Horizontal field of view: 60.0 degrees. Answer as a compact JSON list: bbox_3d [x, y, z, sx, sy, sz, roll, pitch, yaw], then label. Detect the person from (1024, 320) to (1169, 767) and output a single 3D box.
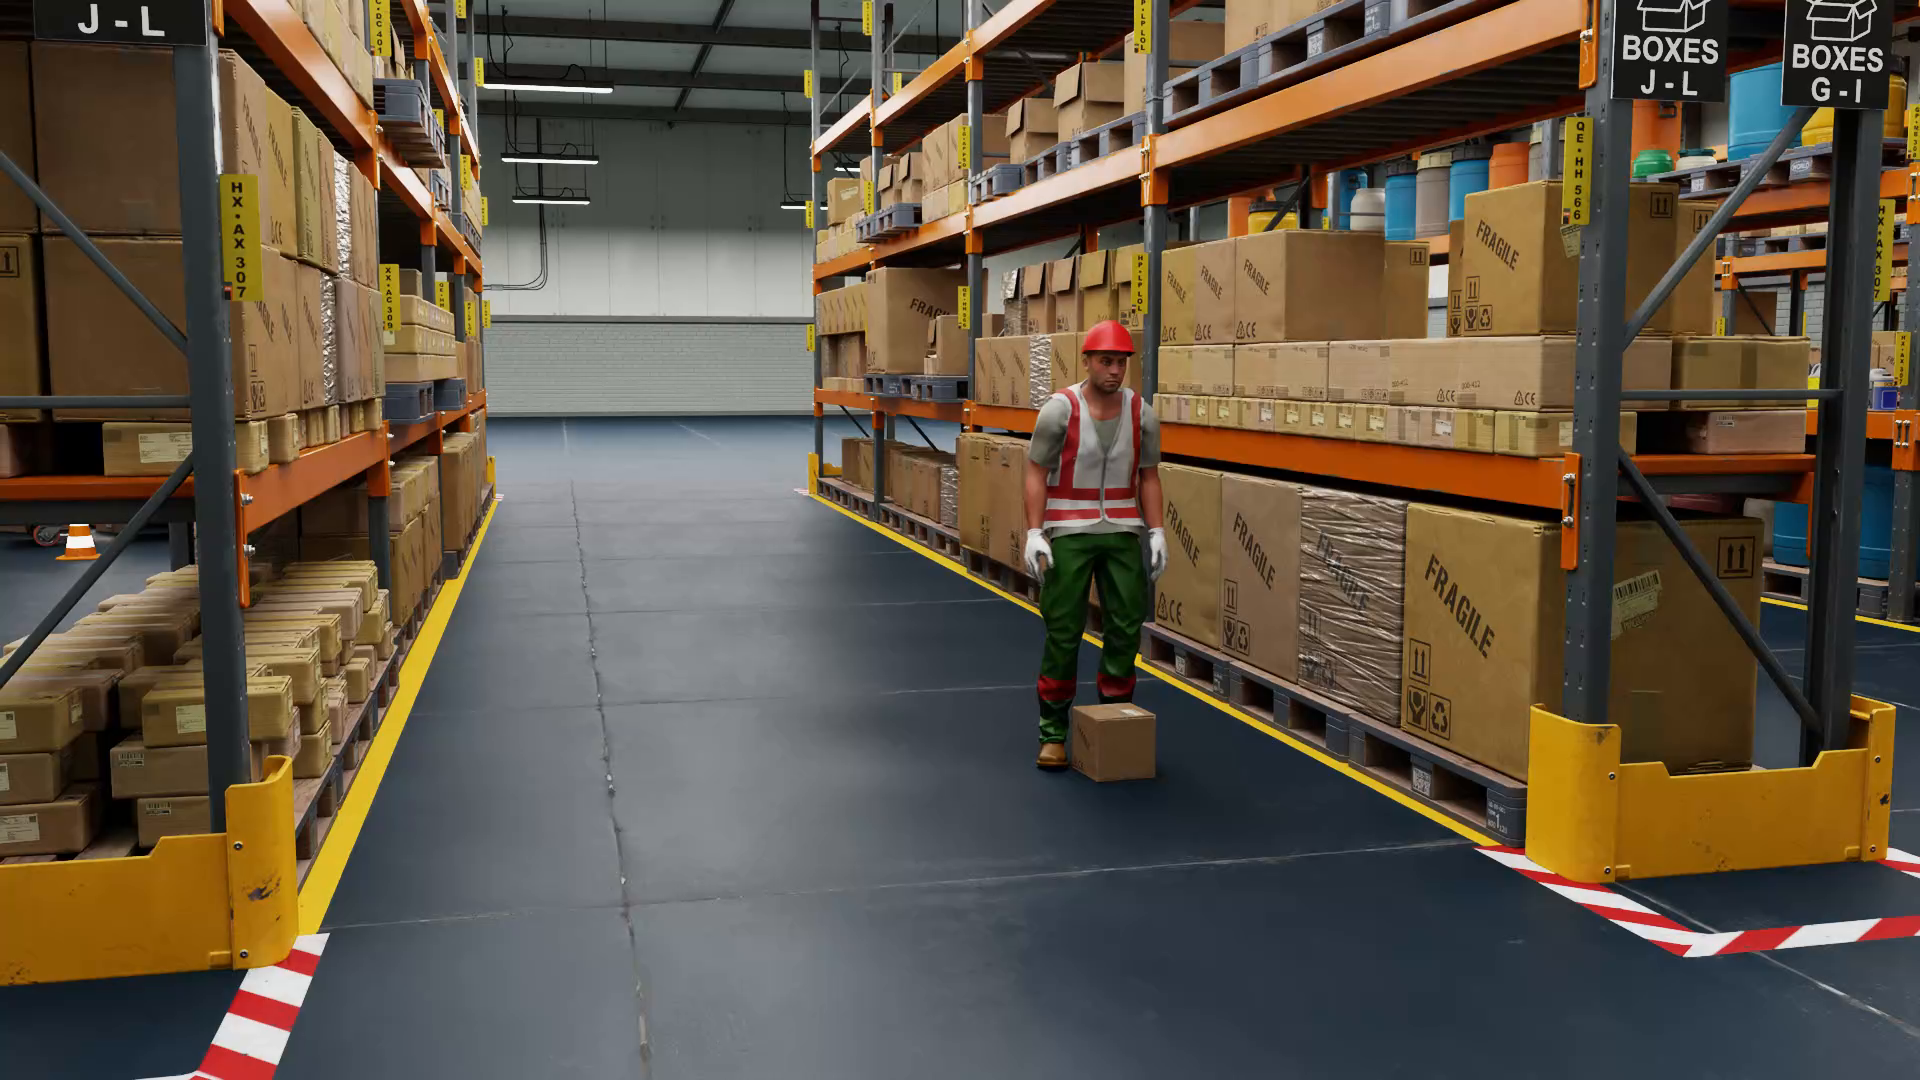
[{"bbox_3d":[2.419,-0.632,12.797,7.105,1.779,11.511,-1,6,-13],"label":"person"}]
